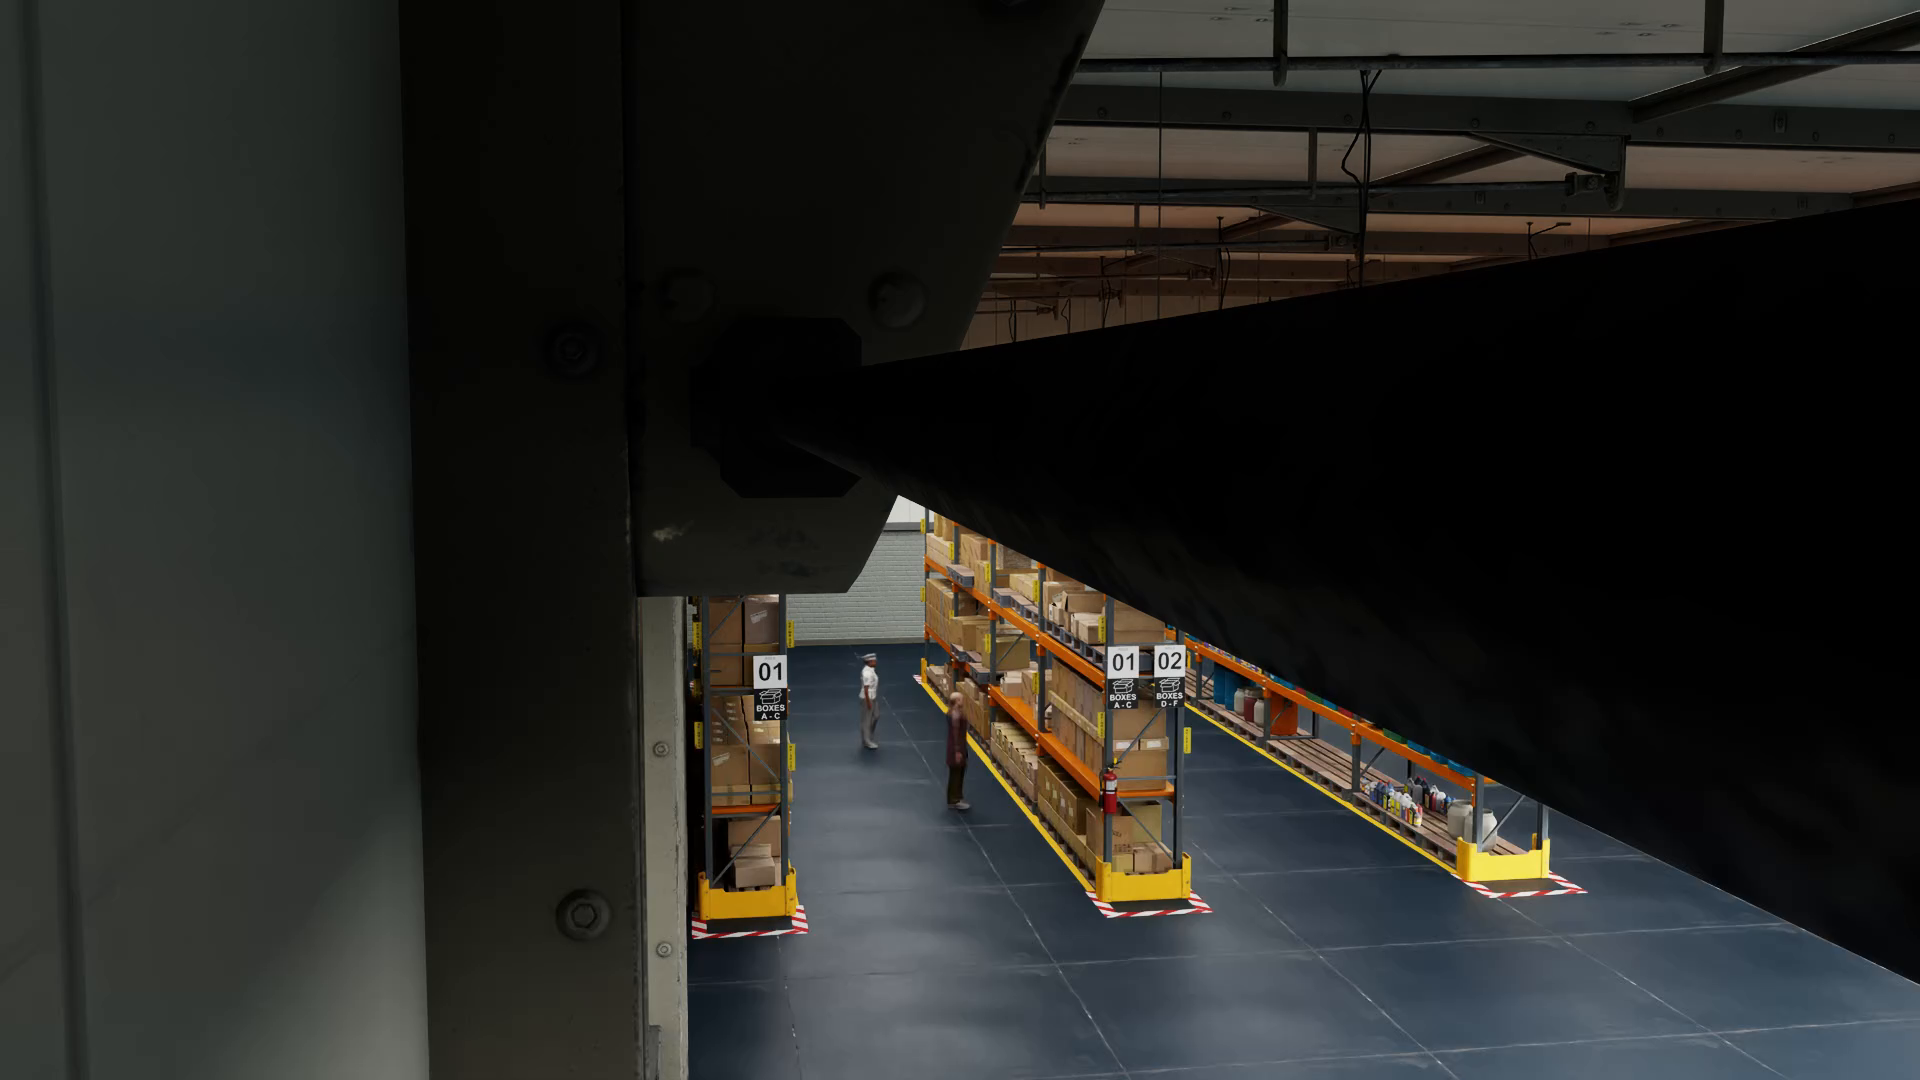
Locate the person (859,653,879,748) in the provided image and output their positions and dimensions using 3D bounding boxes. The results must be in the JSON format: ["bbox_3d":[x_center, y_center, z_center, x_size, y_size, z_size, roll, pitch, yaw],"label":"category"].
[{"bbox_3d":[-1.638,2.904,29.902,0.350,1.751,0.533,1,5,7],"label":"person"}]

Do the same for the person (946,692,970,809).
[{"bbox_3d":[-0.015,3.233,25.413,0.409,1.830,0.668,0,5,-4],"label":"person"}]

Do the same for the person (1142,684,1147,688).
[{"bbox_3d":[3.661,2.540,33.300,0.832,1.745,0.620,-4,6,-38],"label":"person"}]
